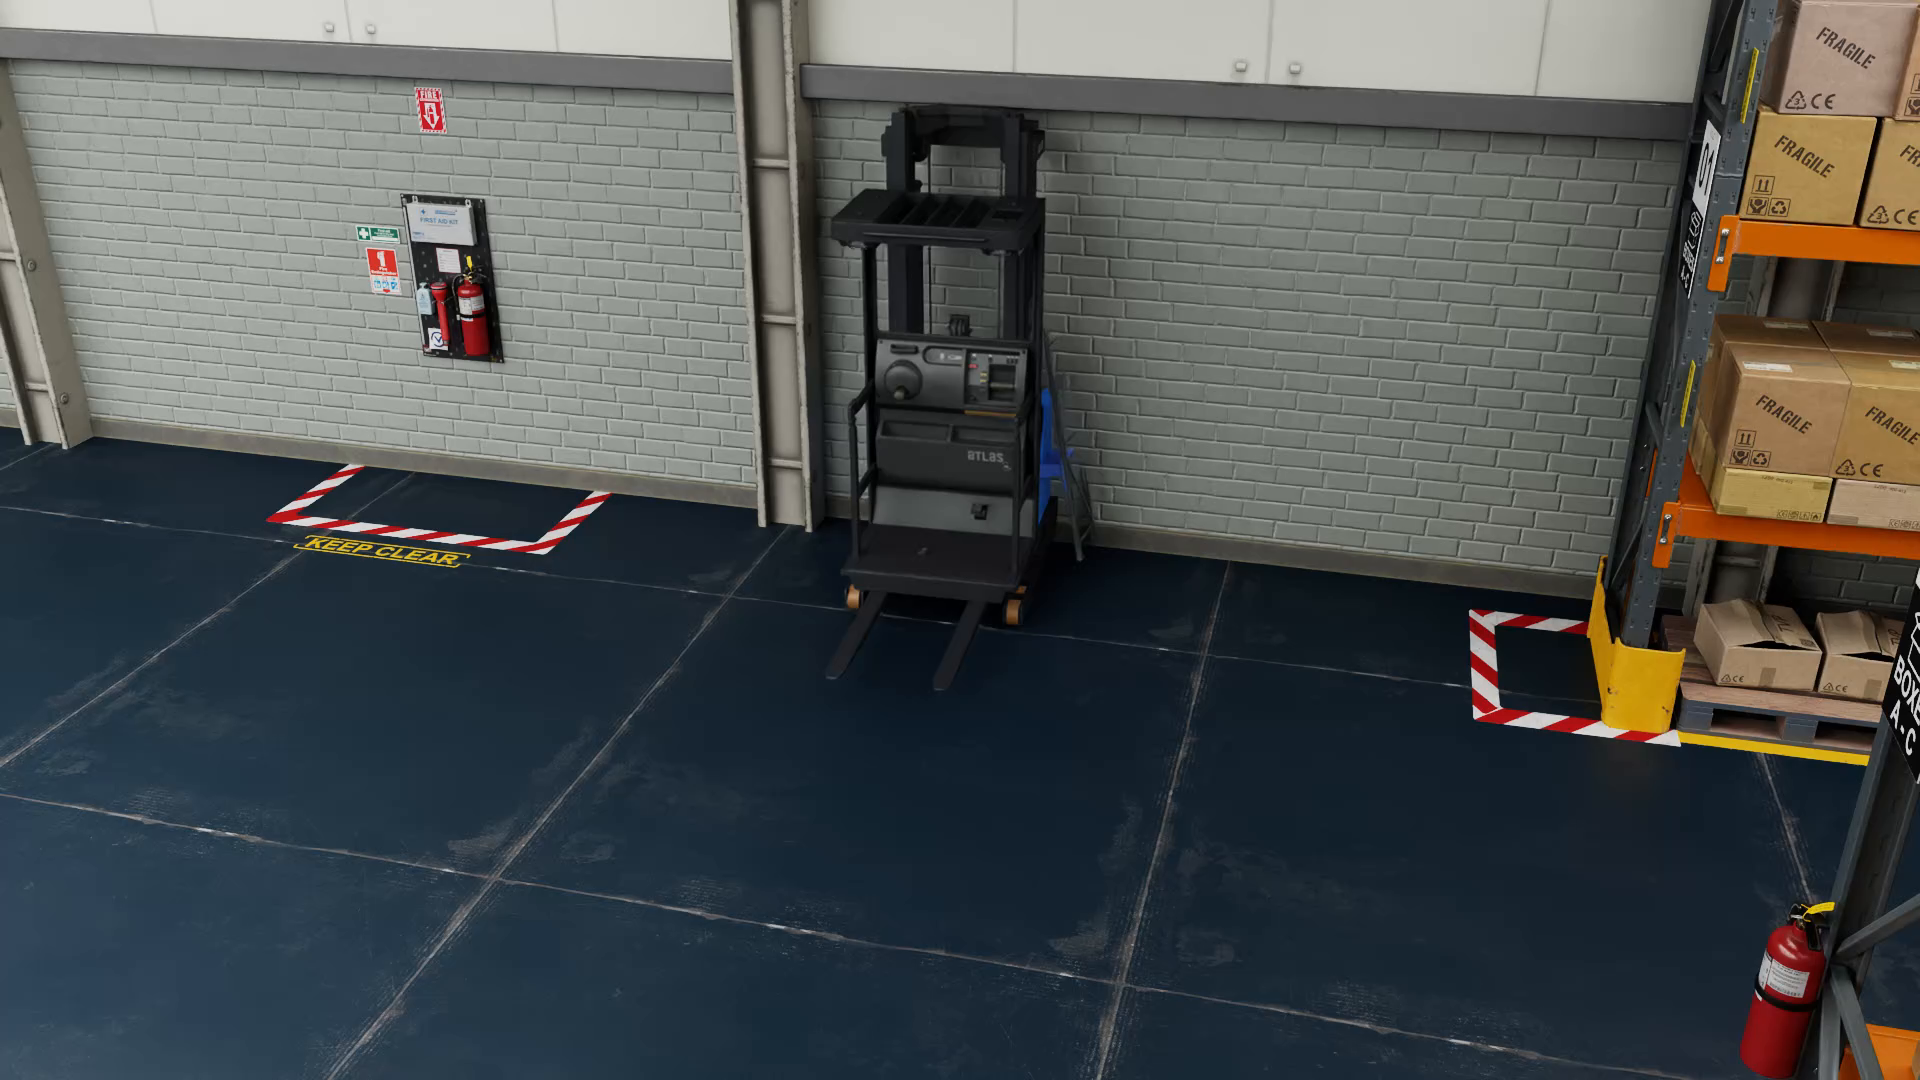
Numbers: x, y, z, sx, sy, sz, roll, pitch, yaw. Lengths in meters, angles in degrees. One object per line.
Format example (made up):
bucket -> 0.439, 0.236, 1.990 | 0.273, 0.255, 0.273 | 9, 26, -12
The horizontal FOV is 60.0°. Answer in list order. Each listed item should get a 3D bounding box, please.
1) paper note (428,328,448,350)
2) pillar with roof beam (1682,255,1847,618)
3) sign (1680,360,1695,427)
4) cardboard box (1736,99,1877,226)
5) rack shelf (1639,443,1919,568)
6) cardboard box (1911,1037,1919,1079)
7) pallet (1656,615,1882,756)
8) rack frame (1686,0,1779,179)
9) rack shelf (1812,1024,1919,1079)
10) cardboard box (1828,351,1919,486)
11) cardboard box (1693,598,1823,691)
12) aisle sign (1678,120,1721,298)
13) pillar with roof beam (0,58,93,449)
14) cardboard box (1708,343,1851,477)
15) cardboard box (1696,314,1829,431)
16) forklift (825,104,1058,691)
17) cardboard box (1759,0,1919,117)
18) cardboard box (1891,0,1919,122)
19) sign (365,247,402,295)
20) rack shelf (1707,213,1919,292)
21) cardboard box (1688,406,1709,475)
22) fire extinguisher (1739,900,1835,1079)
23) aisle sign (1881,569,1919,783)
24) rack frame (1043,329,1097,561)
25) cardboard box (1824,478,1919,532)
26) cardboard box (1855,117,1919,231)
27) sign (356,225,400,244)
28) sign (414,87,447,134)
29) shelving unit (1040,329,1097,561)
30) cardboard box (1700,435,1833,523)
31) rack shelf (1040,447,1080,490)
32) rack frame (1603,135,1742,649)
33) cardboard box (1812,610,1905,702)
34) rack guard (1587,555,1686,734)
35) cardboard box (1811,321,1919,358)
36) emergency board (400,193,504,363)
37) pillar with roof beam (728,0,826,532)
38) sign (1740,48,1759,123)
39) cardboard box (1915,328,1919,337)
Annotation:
paper note -> -3.696, -1.422, 11.772 | 0.142, 0.148, 0.016 | 6, 26, 13
pillar with roof beam -> 3.580, -1.766, 4.490 | 0.400, 9.000, 9.100 | 6, 26, 13
sign -> 3.624, -0.729, 8.285 | 0.005, 0.325, 0.100 | 6, 26, 13
cardboard box -> 4.021, -1.833, 7.981 | 0.500, 0.500, 0.500 | 7, 26, 14
rack shelf -> 5.696, -0.025, 8.650 | 4.000, 0.370, 1.077 | 6, 26, 13
cardboard box -> 2.978, 1.509, 4.475 | 0.500, 0.500, 0.700 | 6, 26, 13
pallet -> 4.611, 0.805, 9.314 | 1.213, 0.211, 1.003 | 6, 26, 13
rack frame -> 3.759, -3.273, 7.656 | 0.127, 3.000, 1.000 | 6, 26, 13
rack shelf -> 4.466, 2.037, 4.318 | 4.000, 0.370, 1.077 | 6, 26, 13
cardboard box -> 4.623, -0.611, 8.322 | 0.500, 0.500, 0.500 | 6, 26, 13
cardboard box -> 4.407, 0.563, 9.195 | 0.500, 0.311, 0.500 | 3, 26, 7
aisle sign -> 3.615, -1.621, 8.141 | 0.004, 0.787, 0.394 | 6, 26, 13
pillar with roof beam -> -8.041, -3.051, 7.189 | 0.400, 9.000, 9.100 | 6, 26, 13
cardboard box -> 4.147, -0.668, 8.442 | 0.500, 0.500, 0.500 | 6, 26, 13
cardboard box -> 4.269, -0.882, 8.892 | 0.500, 0.500, 0.500 | 6, 26, 12
forklift -> -0.096, -0.972, 9.883 | 1.130, 2.935, 3.031 | 5, 26, 11
cardboard box -> 4.072, -2.282, 7.761 | 0.500, 0.500, 0.500 | 4, 26, 9
cardboard box -> 4.545, -2.207, 7.604 | 0.500, 0.500, 0.500 | 6, 26, 12
sign -> -4.052, -1.890, 11.690 | 0.234, 0.329, 0.001 | 6, 26, 13
rack shelf -> 5.696, -1.380, 8.006 | 4.000, 0.370, 1.077 | 6, 26, 13
cardboard box -> 4.260, -0.536, 9.038 | 0.500, 0.250, 0.500 | 7, 26, 14
fire extinguisher -> 2.530, 1.327, 5.062 | 0.183, 0.674, 0.296 | 6, 26, 13
aisle sign -> 2.539, 0.195, 4.326 | 0.004, 0.787, 0.394 | 6, 26, 13
rack frame -> 0.709, -0.652, 10.716 | 0.032, 1.500, 0.500 | -5, 15, 18
cardboard box -> 4.659, -0.271, 8.482 | 0.500, 0.250, 0.500 | 5, 26, 11
cardboard box -> 4.532, -1.760, 7.829 | 0.500, 0.500, 0.500 | 8, 27, 16
sign -> -4.050, -2.125, 11.567 | 0.331, 0.109, 0.001 | 6, 26, 13
sign -> -3.525, -2.861, 11.073 | 0.199, 0.298, 0.001 | 6, 26, 13
shelving unit -> 0.227, -0.608, 10.870 | 1.048, 1.500, 0.538 | -5, 15, 18
cardboard box -> 4.153, -0.321, 8.586 | 0.500, 0.250, 0.500 | 6, 26, 11
rack shelf -> 0.257, -0.436, 10.915 | 1.000, 0.185, 0.538 | -5, 15, 18
rack frame -> 3.759, -0.564, 8.946 | 0.127, 3.000, 1.000 | 6, 26, 13
cardboard box -> 4.959, 0.624, 9.066 | 0.500, 0.311, 0.500 | 9, 27, 17
rack guard -> 3.833, 0.573, 9.466 | 0.348, 0.500, 1.175 | 6, 26, 13
cardboard box -> 4.754, -0.824, 8.770 | 0.500, 0.500, 0.500 | 7, 26, 14
emergency board -> -3.542, -1.772, 11.483 | 0.643, 1.169, 0.194 | 6, 26, 13
pillar with roof beam -> -2.230, -2.408, 5.840 | 0.400, 9.000, 9.100 | 6, 26, 13
sign -> 3.624, -2.087, 7.638 | 0.005, 0.325, 0.100 | 6, 26, 13
cardboard box -> 5.256, -0.771, 8.658 | 0.500, 0.500, 0.500 | 6, 26, 12
